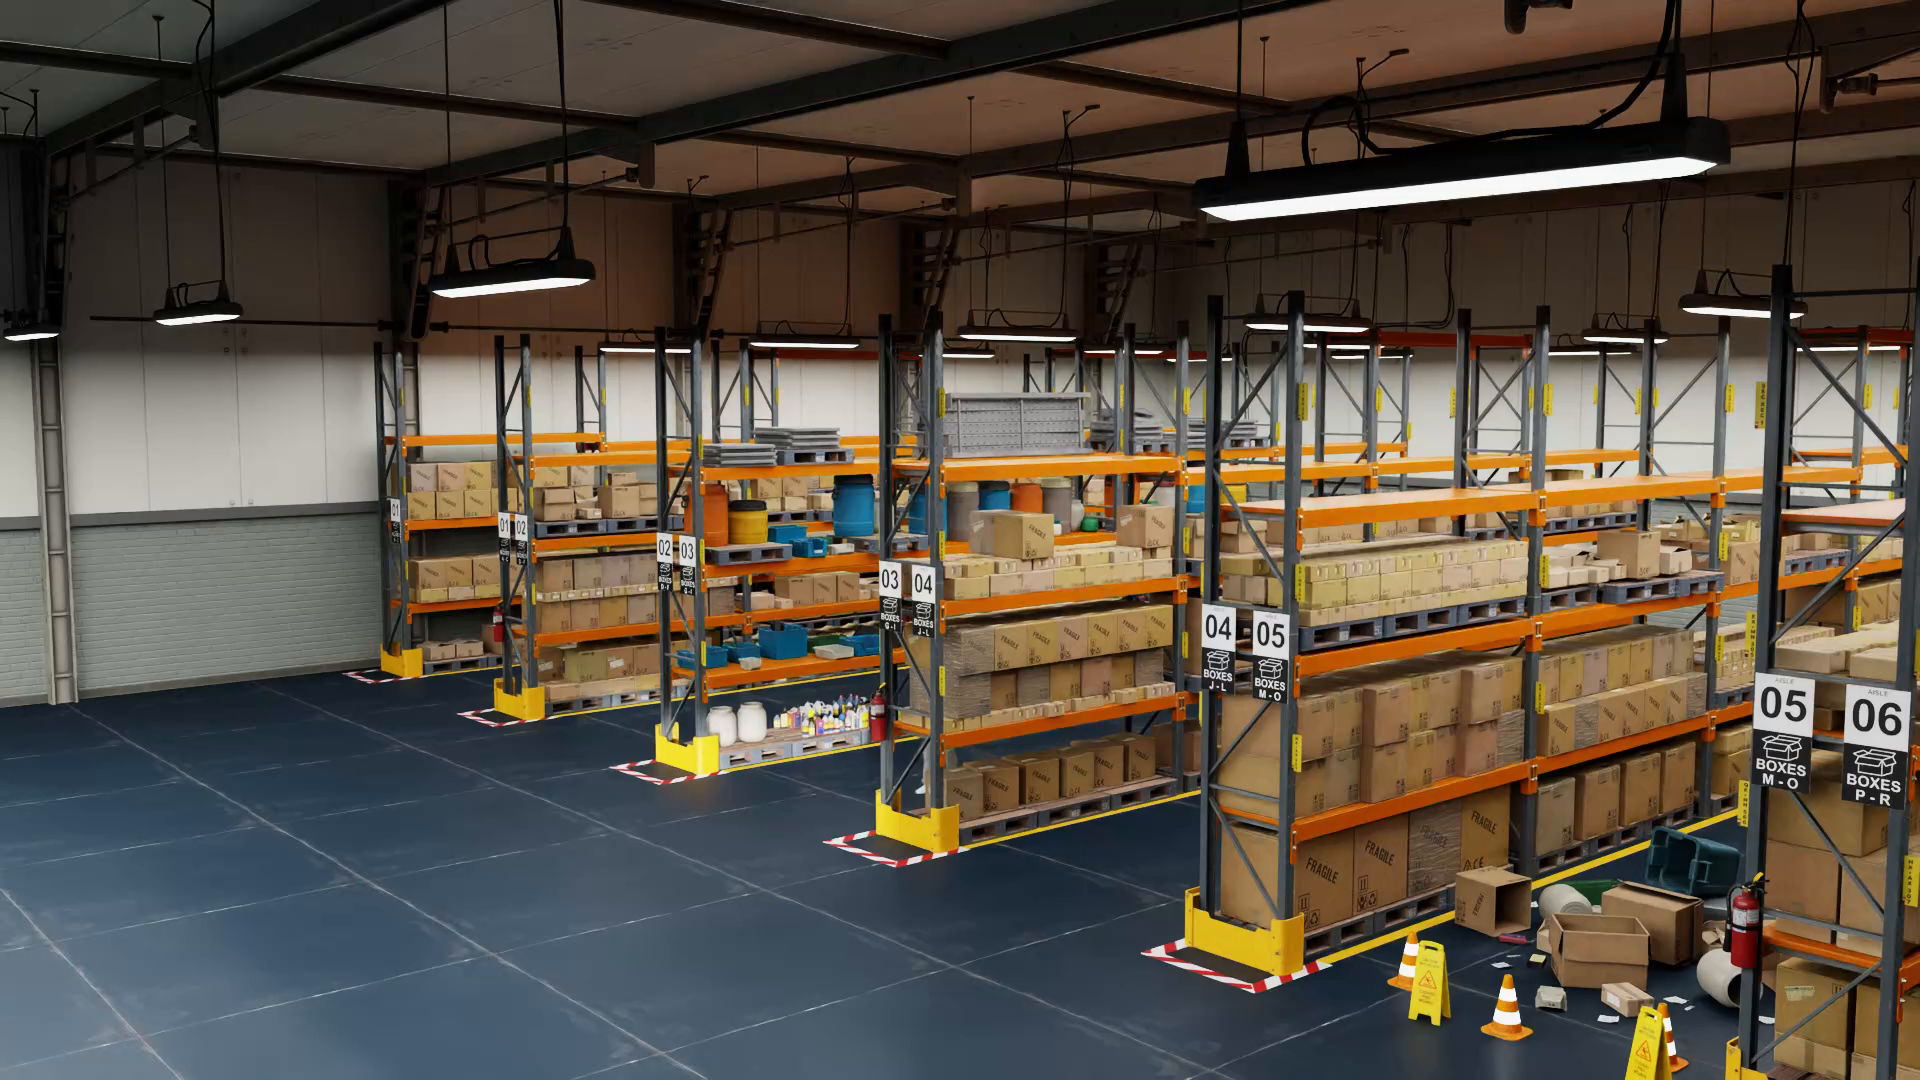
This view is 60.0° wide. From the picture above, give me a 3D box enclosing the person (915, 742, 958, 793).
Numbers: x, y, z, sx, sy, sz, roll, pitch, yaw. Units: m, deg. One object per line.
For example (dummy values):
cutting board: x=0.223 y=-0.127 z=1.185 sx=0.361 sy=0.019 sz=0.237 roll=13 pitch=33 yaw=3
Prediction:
person: x=-0.267 y=2.402 z=21.313 sx=0.619 sy=1.699 sz=0.501 roll=-3 pitch=6 yaw=-29
